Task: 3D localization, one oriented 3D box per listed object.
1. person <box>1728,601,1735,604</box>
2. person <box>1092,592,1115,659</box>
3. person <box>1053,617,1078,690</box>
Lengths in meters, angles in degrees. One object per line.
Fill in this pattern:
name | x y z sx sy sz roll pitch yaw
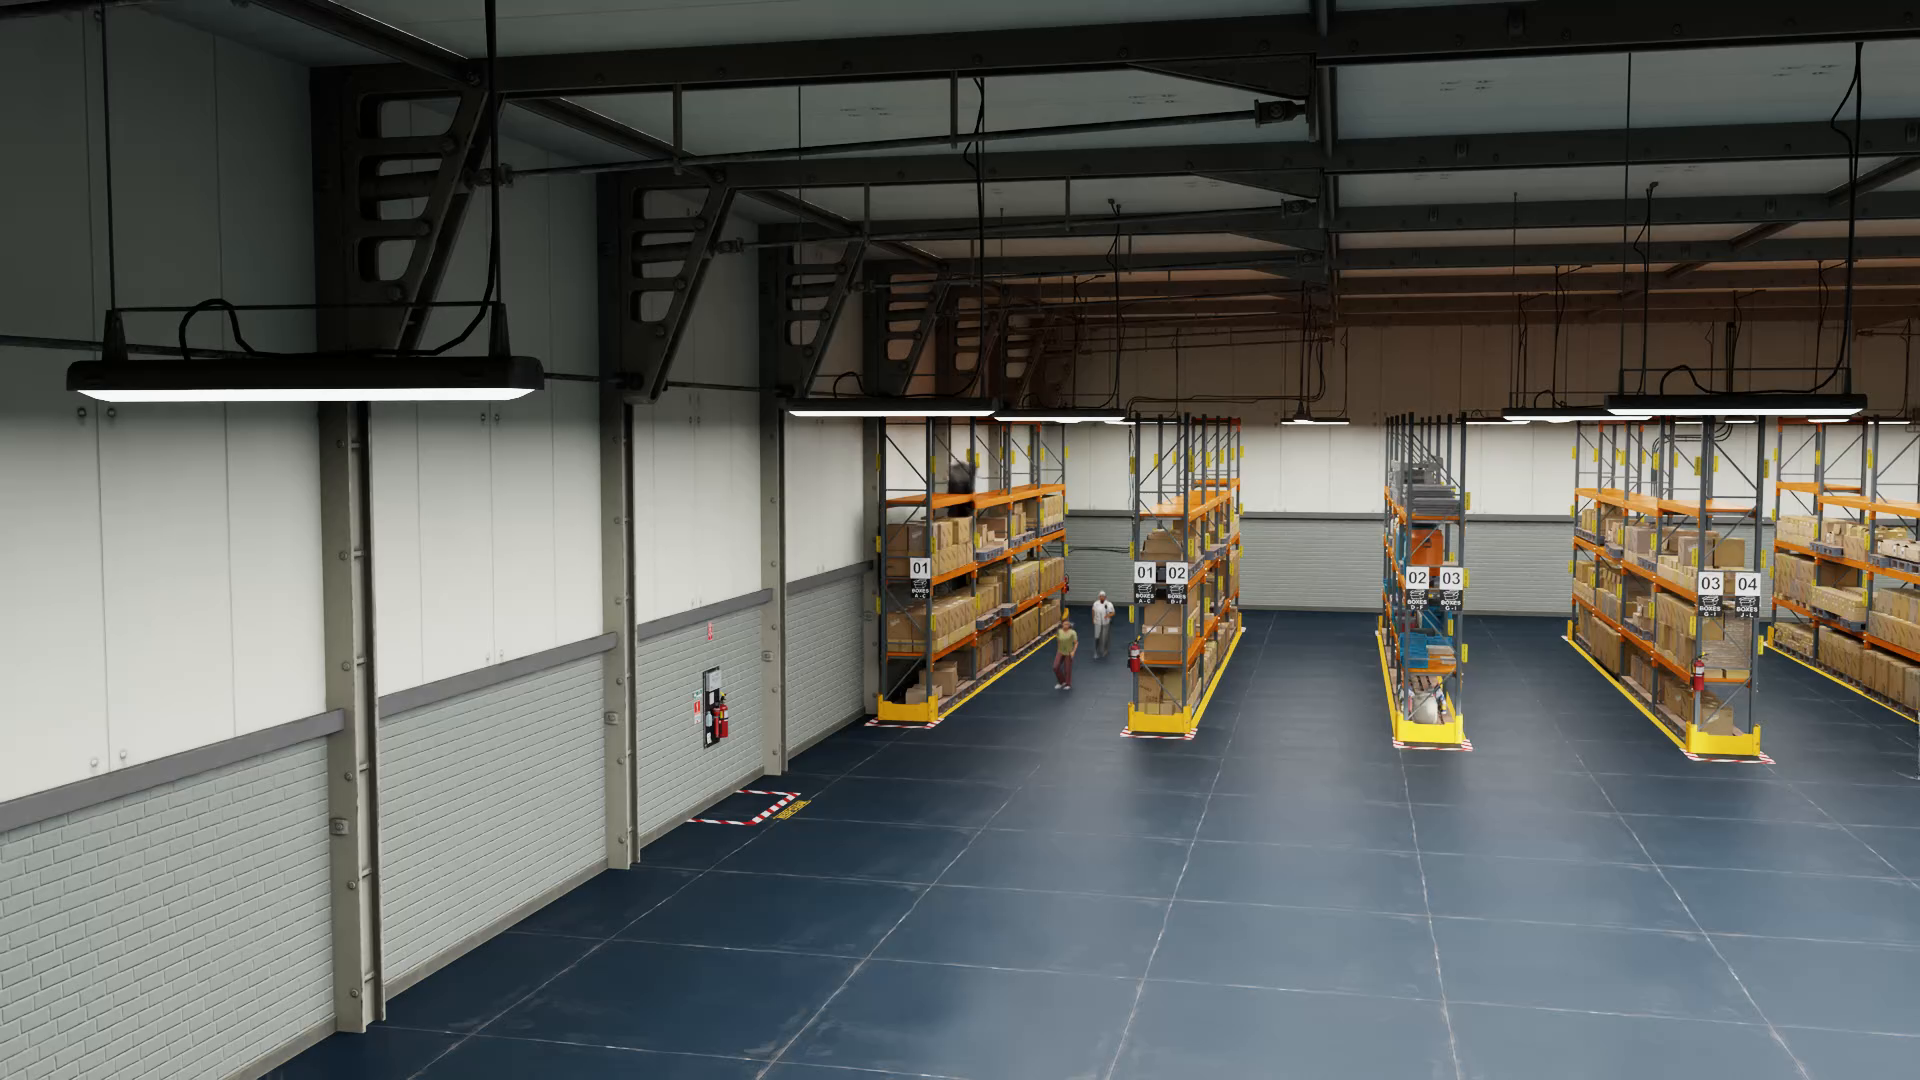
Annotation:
person | 19.751 1.971 42.455 0.666 1.809 0.773 1 4 14
person | 3.547 2.120 41.186 0.596 1.702 0.722 1 4 11
person | 2.312 2.464 36.034 0.563 1.616 0.670 1 4 20
